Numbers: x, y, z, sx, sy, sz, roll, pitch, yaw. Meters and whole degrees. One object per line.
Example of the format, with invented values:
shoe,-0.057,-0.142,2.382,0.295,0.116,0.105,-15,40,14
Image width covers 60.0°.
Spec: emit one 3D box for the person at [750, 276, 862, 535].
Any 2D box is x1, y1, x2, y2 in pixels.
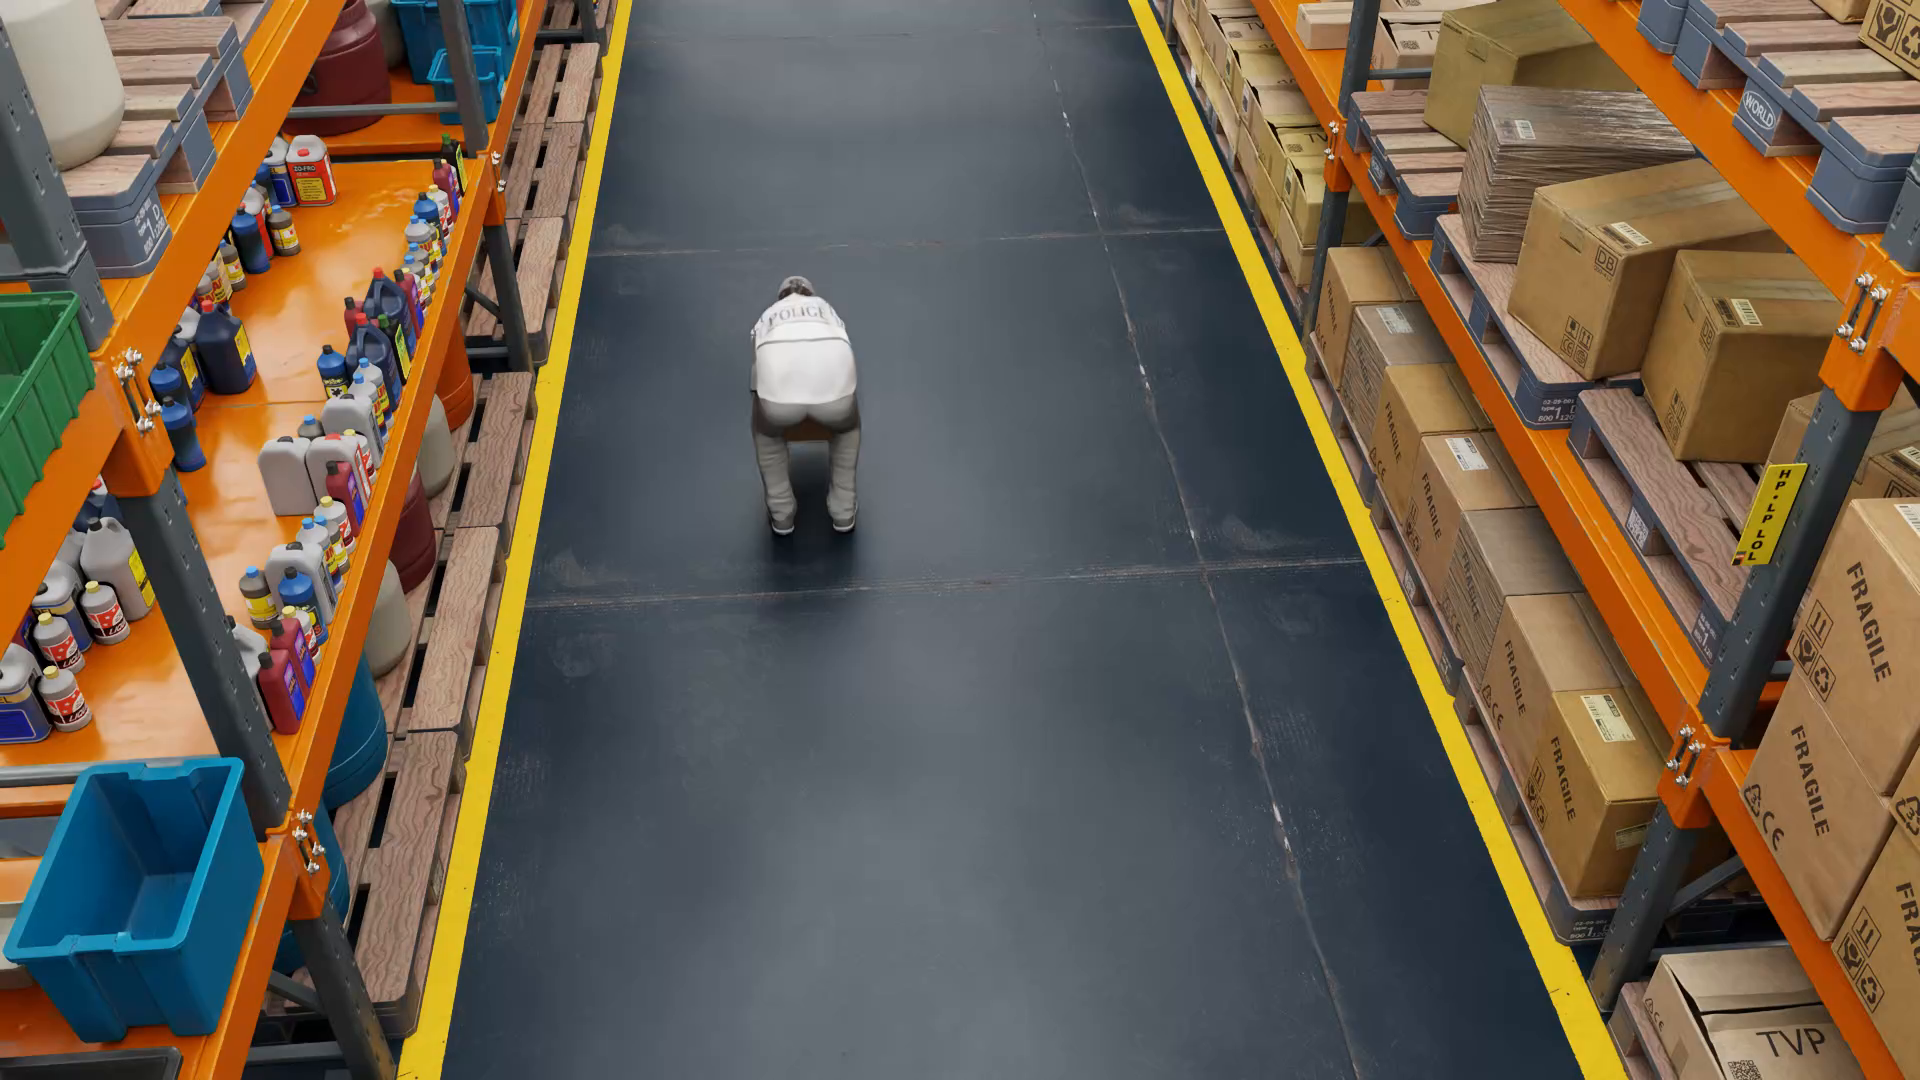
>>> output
person,-0.693,-0.617,7.413,0.492,1.025,0.951,-5,40,-6
